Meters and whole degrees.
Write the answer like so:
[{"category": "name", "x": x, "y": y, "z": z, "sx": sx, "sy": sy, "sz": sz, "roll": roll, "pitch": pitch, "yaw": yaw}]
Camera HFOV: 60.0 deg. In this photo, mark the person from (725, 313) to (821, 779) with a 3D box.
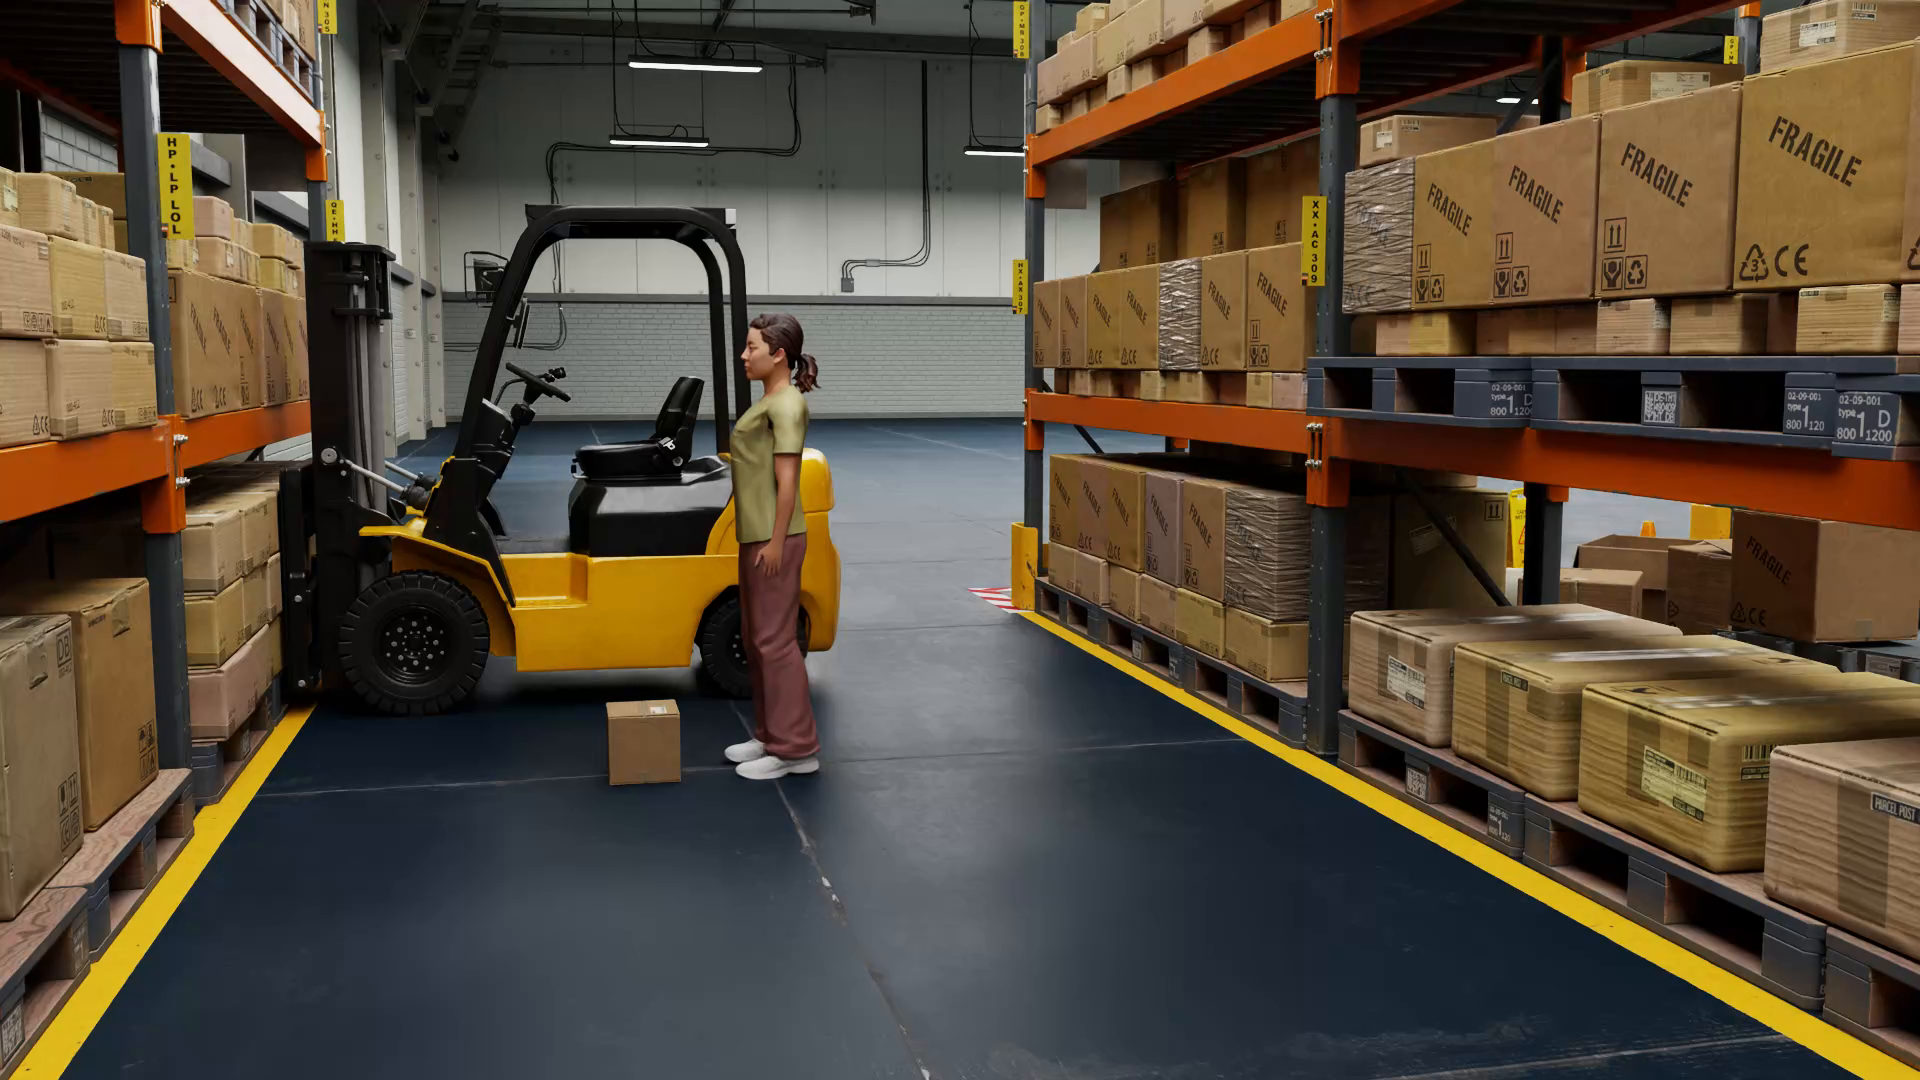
[{"category": "person", "x": -0.677, "y": 0.017, "z": 6.048, "sx": 0.362, "sy": 1.672, "sz": 0.440, "roll": -1, "pitch": 6, "yaw": -12}]
